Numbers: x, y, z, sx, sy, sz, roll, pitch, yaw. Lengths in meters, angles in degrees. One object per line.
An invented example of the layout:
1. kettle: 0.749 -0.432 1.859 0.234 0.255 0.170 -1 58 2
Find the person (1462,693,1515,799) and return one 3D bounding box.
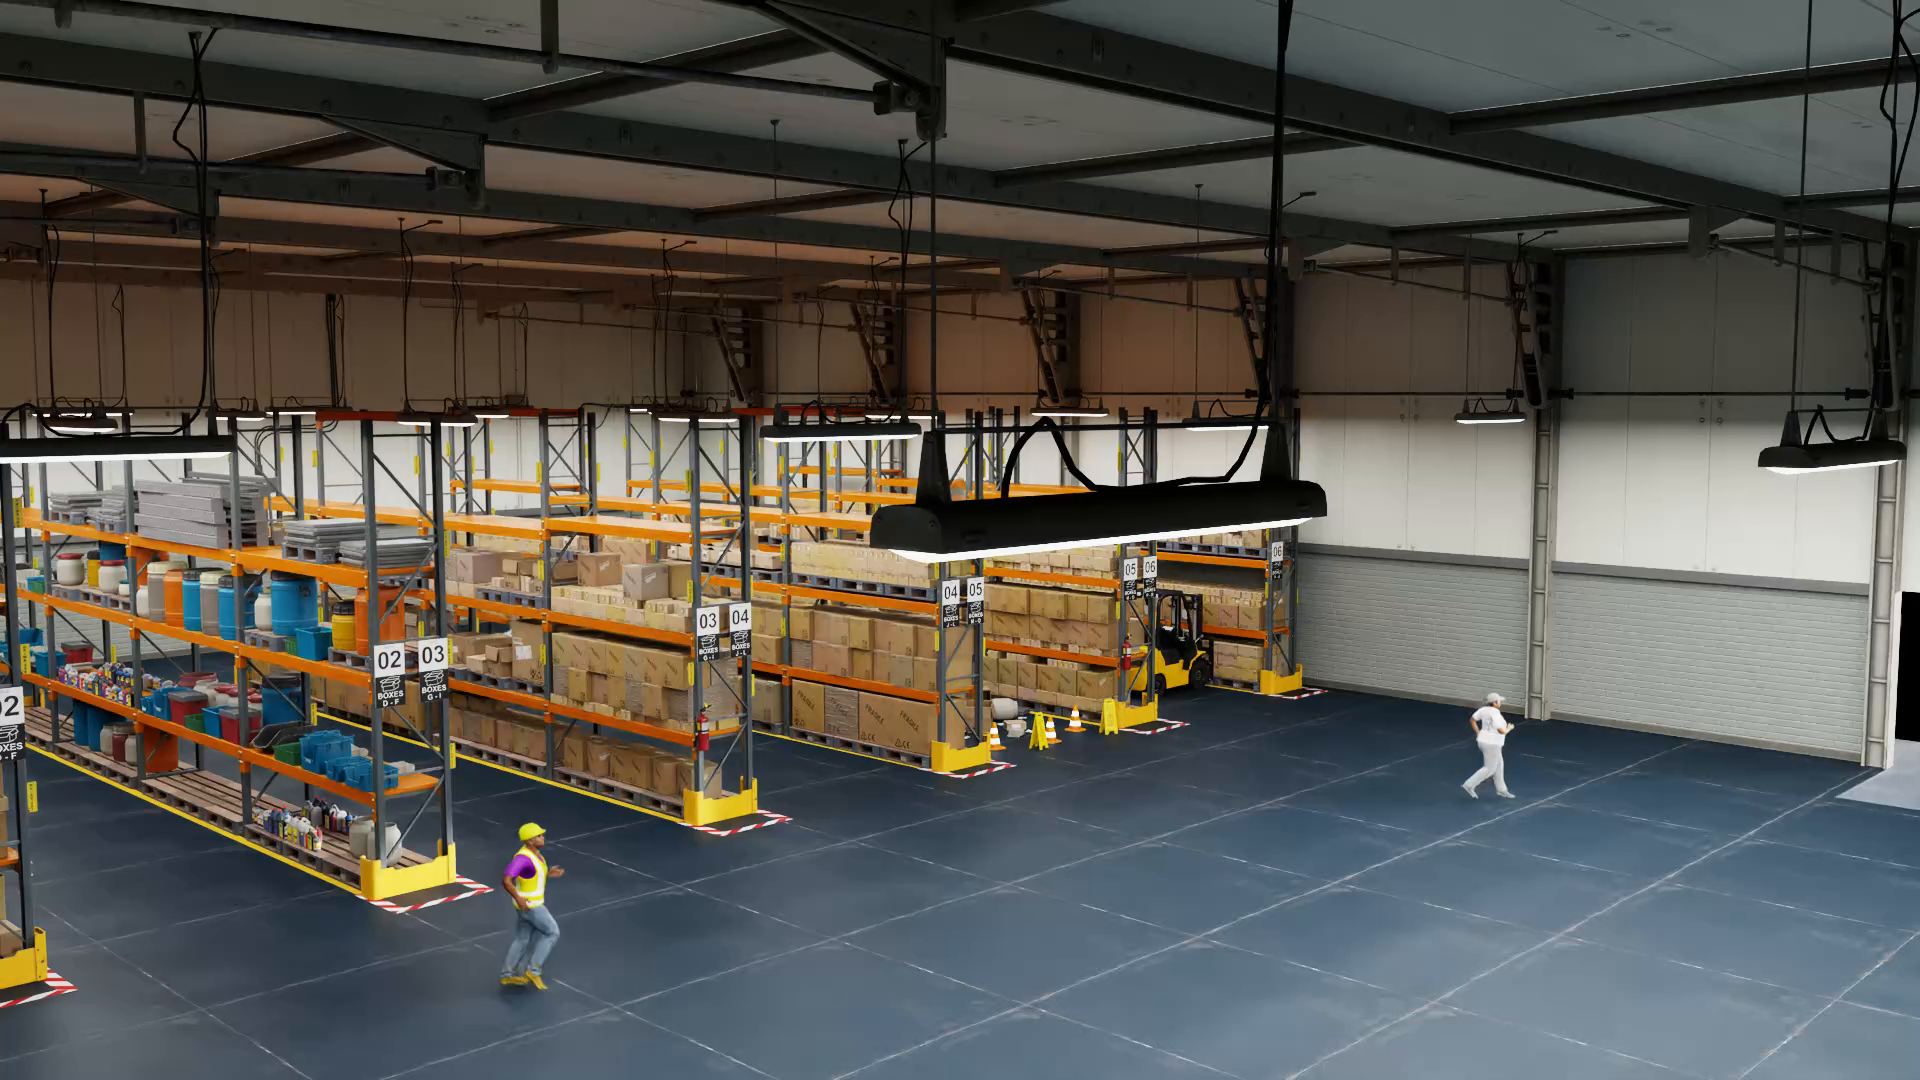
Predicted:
1. person: 8.213 3.199 25.777 0.903 1.673 0.632 -1 5 -6

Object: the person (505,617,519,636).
1. person: -9.058 2.441 34.064 0.564 1.737 0.638 5 7 44

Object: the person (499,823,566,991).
1. person: -4.555 3.827 17.712 0.722 1.655 0.663 -2 5 -17
